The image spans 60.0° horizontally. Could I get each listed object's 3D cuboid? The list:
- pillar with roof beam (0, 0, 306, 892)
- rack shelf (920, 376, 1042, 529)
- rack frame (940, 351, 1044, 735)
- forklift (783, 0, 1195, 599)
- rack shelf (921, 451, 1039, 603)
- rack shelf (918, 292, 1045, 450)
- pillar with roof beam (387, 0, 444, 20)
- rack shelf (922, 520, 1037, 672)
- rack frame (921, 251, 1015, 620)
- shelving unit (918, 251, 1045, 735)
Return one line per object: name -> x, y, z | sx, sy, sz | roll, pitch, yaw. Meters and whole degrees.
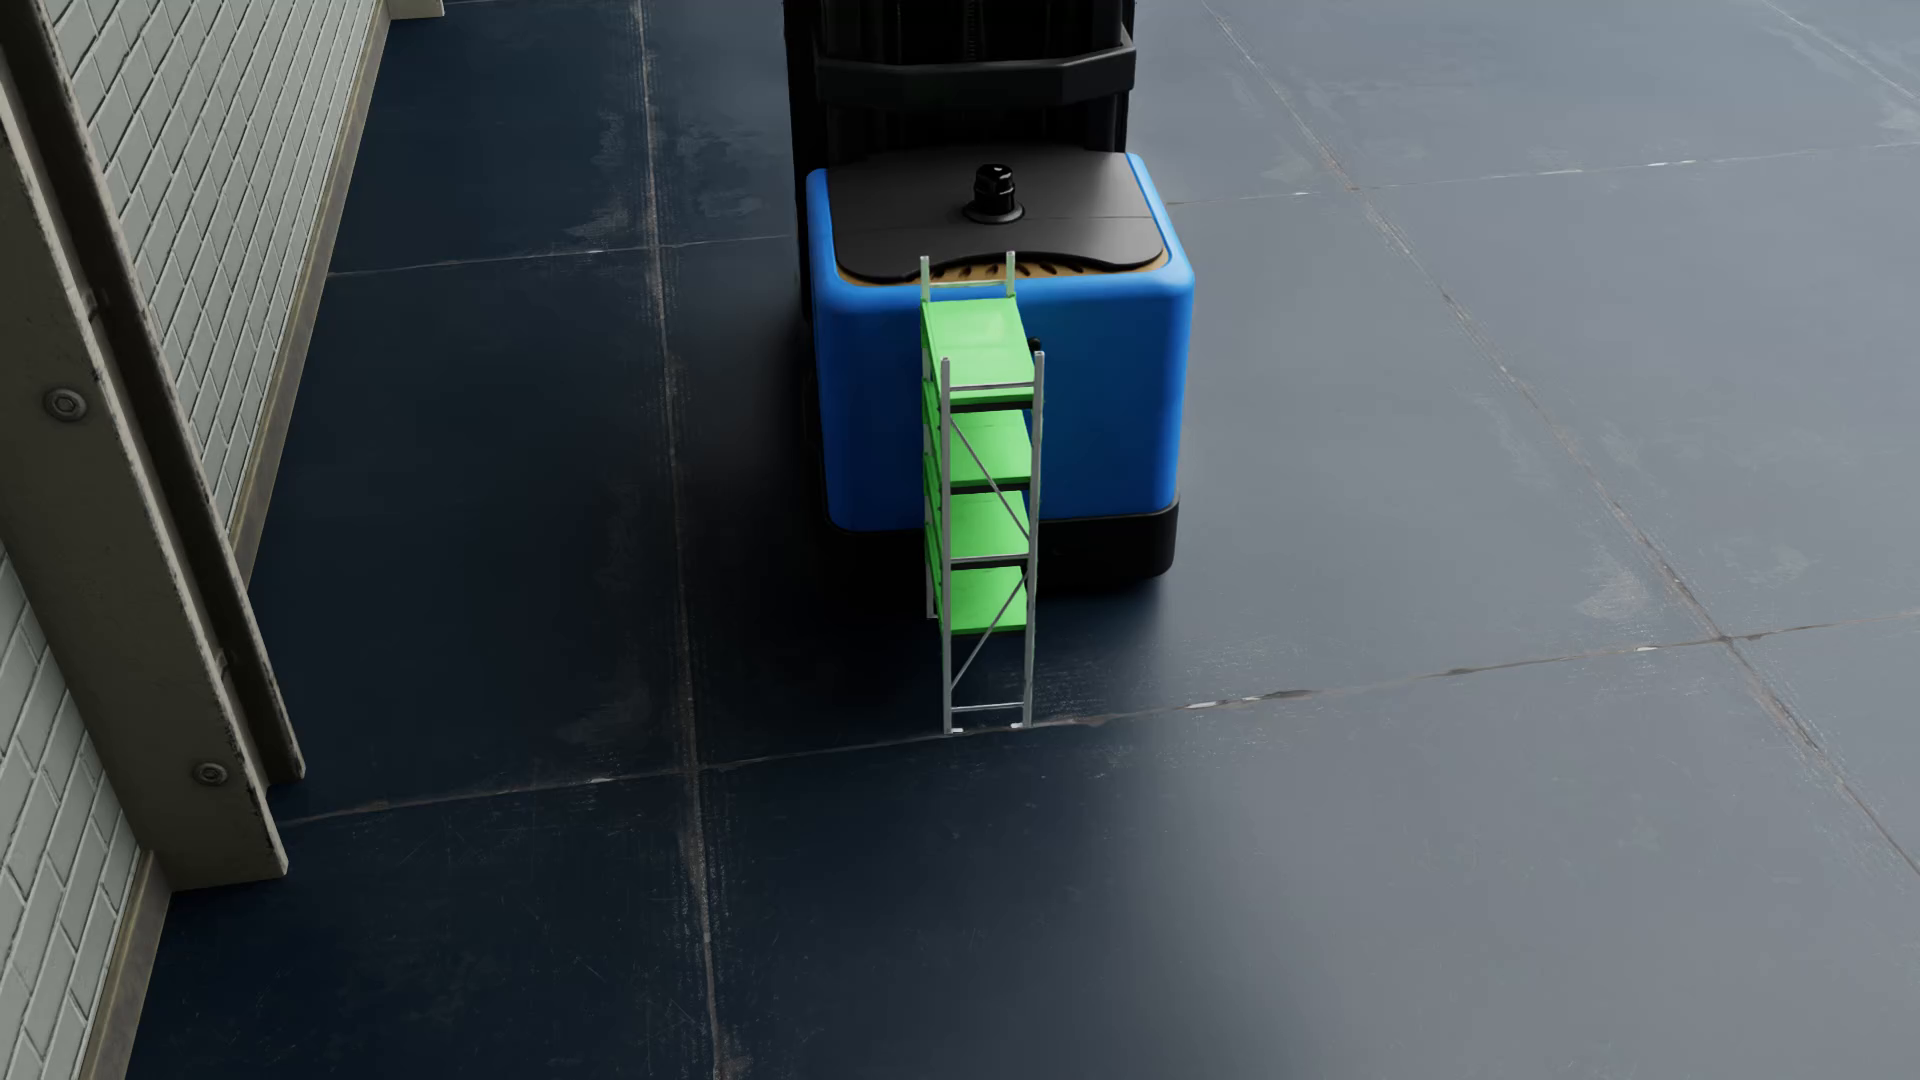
pillar with roof beam -> 2.362, -3.277, 2.133 | 9.100, 9.000, 0.400 | -6, 38, -8
rack shelf -> 0.048, -0.240, 4.294 | 0.258, 0.148, 0.480 | -4, 38, -5
rack frame -> 0.075, 0.048, 4.210 | 0.240, 1.200, 0.015 | -4, 38, -5
forklift -> -0.031, -1.878, 5.278 | 1.130, 2.935, 3.031 | -4, 38, -5
rack shelf -> 0.048, -0.050, 4.441 | 0.258, 0.148, 0.480 | -4, 38, -5
rack shelf -> 0.048, -0.429, 4.147 | 0.258, 0.148, 0.480 | -4, 38, -5
pillar with roof beam -> 1.310, -6.901, 6.798 | 9.100, 9.000, 0.400 | -6, 38, -8
rack shelf -> 0.048, 0.139, 4.588 | 0.258, 0.148, 0.480 | -4, 38, -5
rack frame -> 0.020, -0.250, 4.593 | 0.240, 1.200, 0.015 | -4, 38, -5
shelving unit -> 0.048, -0.101, 4.402 | 0.258, 1.200, 0.503 | -4, 38, -5
